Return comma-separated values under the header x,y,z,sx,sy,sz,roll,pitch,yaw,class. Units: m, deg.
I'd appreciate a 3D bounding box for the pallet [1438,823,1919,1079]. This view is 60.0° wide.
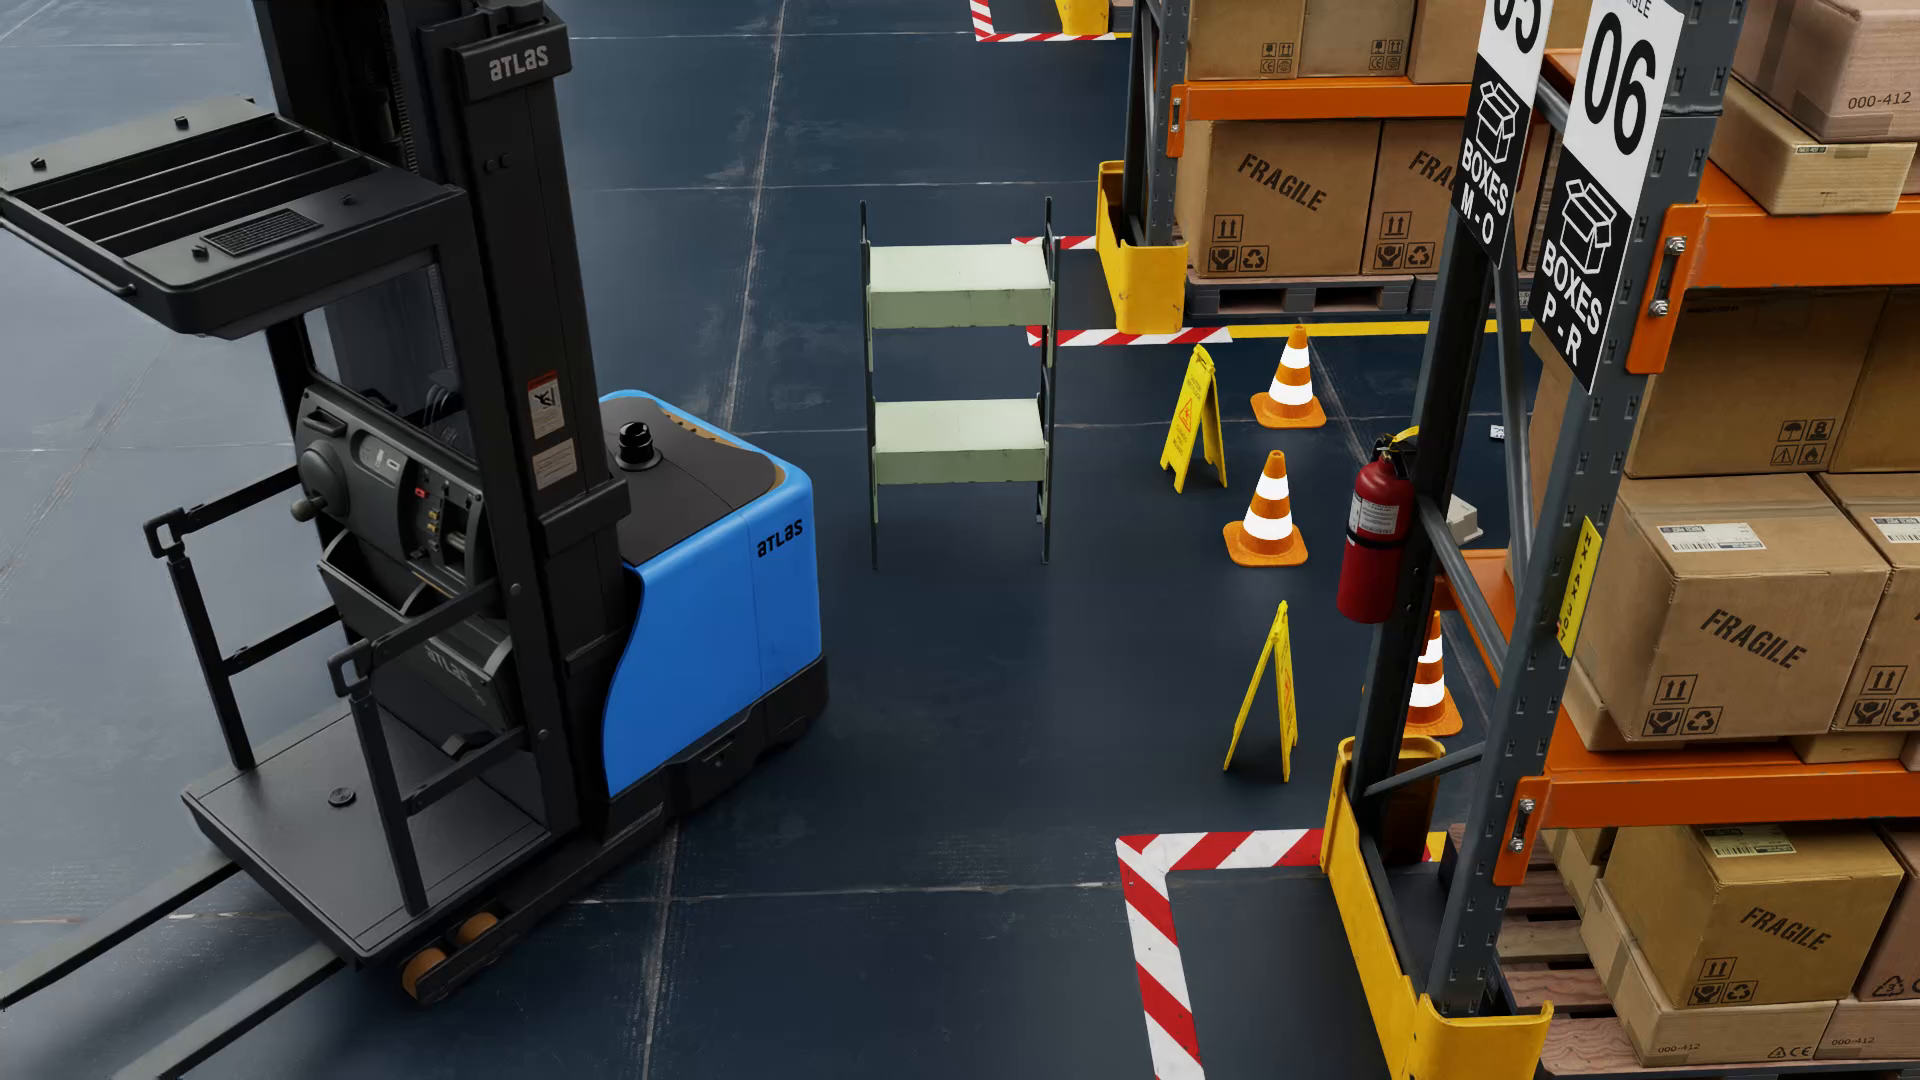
x,y,z,sx,sy,sz,roll,pitch,yaw,class
2.237,1.296,5.192,1.213,0.211,1.003,-2,35,-2,pallet

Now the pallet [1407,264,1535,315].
x,y,z,sx,sy,sz,roll,pitch,yaw,class
3.023,-1.608,9.389,1.213,0.211,1.003,-2,35,-2,pallet

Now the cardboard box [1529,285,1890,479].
x,y,z,sx,sy,sz,roll,pitch,yaw,class
1.848,-0.559,4.194,0.500,0.500,0.700,-2,35,-3,cardboard box

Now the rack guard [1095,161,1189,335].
x,y,z,sx,sy,sz,roll,pitch,yaw,class
0.988,-1.629,9.165,0.348,0.500,1.175,-2,35,-2,rack guard

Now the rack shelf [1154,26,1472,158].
x,y,z,sx,sy,sz,roll,pitch,yaw,class
3.010,-2.416,8.737,4.000,0.370,1.077,-2,35,-2,rack shelf

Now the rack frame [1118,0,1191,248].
x,y,z,sx,sy,sz,roll,pitch,yaw,class
1.012,-2.658,8.455,0.127,3.000,1.000,-2,35,-2,rack frame

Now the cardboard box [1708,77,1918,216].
x,y,z,sx,sy,sz,roll,pitch,yaw,class
1.694,-0.801,3.357,0.250,0.149,0.380,-2,35,-2,cardboard box

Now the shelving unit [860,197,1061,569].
x,y,z,sx,sy,sz,roll,pitch,yaw,class
-0.007,-0.617,6.823,0.755,1.500,0.431,-2,35,-2,shelving unit

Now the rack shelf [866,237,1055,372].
x,y,z,sx,sy,sz,roll,pitch,yaw,class
-0.007,-0.937,6.601,0.720,0.370,0.431,-2,35,-2,rack shelf

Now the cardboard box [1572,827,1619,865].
x,y,z,sx,sy,sz,roll,pitch,yaw,class
2.136,0.633,5.088,0.500,0.500,0.500,-1,35,-2,cardboard box

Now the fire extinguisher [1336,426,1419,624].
x,y,z,sx,sy,sz,roll,pitch,yaw,class
1.211,-0.074,4.789,0.183,0.674,0.296,-2,35,-2,fire extinguisher

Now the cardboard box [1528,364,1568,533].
x,y,z,sx,sy,sz,roll,pitch,yaw,class
1.877,-0.181,4.527,0.500,0.500,0.500,-2,35,-3,cardboard box

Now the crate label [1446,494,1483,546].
x,y,z,sx,sy,sz,roll,pitch,yaw,class
2.106,-0.093,7.264,0.298,0.136,0.250,-20,39,-26,crate label

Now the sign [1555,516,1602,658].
x,y,z,sx,sy,sz,roll,pitch,yaw,class
1.373,0.106,3.701,0.005,0.325,0.100,-2,35,-2,sign

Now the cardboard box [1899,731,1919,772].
x,y,z,sx,sy,sz,roll,pitch,yaw,class
2.473,0.408,4.245,0.250,0.149,0.380,-1,35,-1,cardboard box

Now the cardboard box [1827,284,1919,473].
x,y,z,sx,sy,sz,roll,pitch,yaw,class
2.353,-0.569,4.208,0.500,0.500,0.700,-1,35,-2,cardboard box

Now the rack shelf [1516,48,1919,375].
x,y,z,sx,sy,sz,roll,pitch,yaw,class
3.345,-0.838,3.822,4.000,0.370,1.077,-2,35,-2,rack shelf

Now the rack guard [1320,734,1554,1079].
x,y,z,sx,sy,sz,roll,pitch,yaw,class
1.423,1.179,5.107,0.348,0.500,1.175,-2,35,-2,rack guard

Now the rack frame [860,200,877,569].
x,y,z,sx,sy,sz,roll,pitch,yaw,class
-0.372,-0.607,6.809,0.023,1.500,0.400,-2,35,-2,rack frame

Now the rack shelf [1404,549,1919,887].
x,y,z,sx,sy,sz,roll,pitch,yaw,class
3.345,0.395,4.675,4.000,0.370,1.077,-2,35,-2,rack shelf

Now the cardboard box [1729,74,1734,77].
x,y,z,sx,sy,sz,roll,pitch,yaw,class
1.691,-1.145,3.854,0.250,0.149,0.380,-1,35,-2,cardboard box

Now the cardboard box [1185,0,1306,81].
x,y,z,sx,sy,sz,roll,pitch,yaw,class
1.381,-2.755,8.464,0.550,0.550,0.875,-2,35,-2,cardboard box

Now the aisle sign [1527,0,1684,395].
x,y,z,sx,sy,sz,roll,pitch,yaw,class
1.300,-0.738,3.396,0.004,0.787,0.394,-2,35,-2,aisle sign

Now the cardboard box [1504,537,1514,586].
x,y,z,sx,sy,sz,roll,pitch,yaw,class
1.711,0.125,4.654,0.250,0.149,0.380,0,35,-1,cardboard box

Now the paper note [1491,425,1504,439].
x,y,z,sx,sy,sz,roll,pitch,yaw,class
2.617,-0.512,7.965,0.142,0.017,0.144,10,36,14,paper note

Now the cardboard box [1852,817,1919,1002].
x,y,z,sx,sy,sz,roll,pitch,yaw,class
2.712,0.921,4.672,0.500,0.500,0.500,-3,35,-4,cardboard box

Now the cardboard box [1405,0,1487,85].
x,y,z,sx,sy,sz,roll,pitch,yaw,class
2.494,-2.726,8.422,0.550,0.550,0.875,-2,35,-2,cardboard box

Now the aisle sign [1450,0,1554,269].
x,y,z,sx,sy,sz,roll,pitch,yaw,class
1.272,-1.079,3.889,0.004,0.787,0.394,-2,35,-2,aisle sign

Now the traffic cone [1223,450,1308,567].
x,y,z,sx,sy,sz,roll,pitch,yaw,class
1.324,-0.170,7.089,0.334,0.463,0.336,-2,35,-2,traffic cone

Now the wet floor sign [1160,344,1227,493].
x,y,z,sx,sy,sz,roll,pitch,yaw,class
1.077,-0.563,7.497,0.232,0.644,0.267,-7,35,-10,wet floor sign

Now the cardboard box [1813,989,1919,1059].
x,y,z,sx,sy,sz,roll,pitch,yaw,class
2.677,1.237,4.874,0.500,0.250,0.500,0,35,-1,cardboard box

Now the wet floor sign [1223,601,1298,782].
x,y,z,sx,sy,sz,roll,pitch,yaw,class
1.107,0.518,5.934,0.232,0.644,0.267,10,36,14,wet floor sign

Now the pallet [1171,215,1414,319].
x,y,z,sx,sy,sz,roll,pitch,yaw,class
1.807,-1.577,9.344,1.213,0.211,1.003,-2,35,-2,pallet

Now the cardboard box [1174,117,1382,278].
x,y,z,sx,sy,sz,roll,pitch,yaw,class
1.687,-2.013,9.020,0.875,0.875,0.875,-1,35,-2,cardboard box

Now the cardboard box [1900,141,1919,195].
x,y,z,sx,sy,sz,roll,pitch,yaw,class
1.952,-0.859,3.441,0.250,0.149,0.380,-3,35,-4,cardboard box

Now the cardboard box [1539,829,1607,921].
x,y,z,sx,sy,sz,roll,pitch,yaw,class
2.166,0.936,5.309,0.500,0.250,0.500,-2,35,-2,cardboard box

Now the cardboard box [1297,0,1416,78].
x,y,z,sx,sy,sz,roll,pitch,yaw,class
1.929,-2.782,8.503,0.550,0.550,0.875,-2,35,-2,cardboard box

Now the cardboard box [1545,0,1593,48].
x,y,z,sx,sy,sz,roll,pitch,yaw,class
3.022,-2.764,8.476,0.500,0.550,0.875,-2,35,-2,cardboard box

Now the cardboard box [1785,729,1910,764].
x,y,z,sx,sy,sz,roll,pitch,yaw,class
2.217,0.389,4.273,0.250,0.149,0.380,-3,35,-4,cardboard box

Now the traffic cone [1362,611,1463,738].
x,y,z,sx,sy,sz,roll,pitch,yaw,class
1.716,0.452,6.191,0.334,0.463,0.336,-2,35,-2,traffic cone

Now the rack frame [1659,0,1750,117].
x,y,z,sx,sy,sz,roll,pitch,yaw,class
1.348,-2.314,2.686,0.127,3.000,1.000,-2,35,-2,rack frame

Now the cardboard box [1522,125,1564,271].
x,y,z,sx,sy,sz,roll,pitch,yaw,class
3.476,-2.061,9.090,0.875,0.875,0.875,-1,35,-2,cardboard box

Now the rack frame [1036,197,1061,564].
x,y,z,sx,sy,sz,roll,pitch,yaw,class
0.359,-0.626,6.837,0.023,1.500,0.400,-2,35,-2,rack frame

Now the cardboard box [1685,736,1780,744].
x,y,z,sx,sy,sz,roll,pitch,yaw,class
1.948,0.350,4.329,0.250,0.149,0.380,-1,35,-2,cardboard box

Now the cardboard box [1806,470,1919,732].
x,y,z,sx,sy,sz,roll,pitch,yaw,class
2.351,0.119,4.093,0.500,0.500,0.500,-1,35,-1,cardboard box

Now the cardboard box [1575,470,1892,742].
x,y,z,sx,sy,sz,roll,pitch,yaw,class
1.834,0.135,4.070,0.500,0.500,0.500,-2,35,-3,cardboard box

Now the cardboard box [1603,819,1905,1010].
x,y,z,sx,sy,sz,roll,pitch,yaw,class
2.190,0.937,4.648,0.500,0.500,0.500,-3,35,-4,cardboard box

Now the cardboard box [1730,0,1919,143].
x,y,z,sx,sy,sz,roll,pitch,yaw,class
1.862,-1.003,3.298,0.500,0.250,0.500,-2,35,-3,cardboard box

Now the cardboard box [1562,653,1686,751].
x,y,z,sx,sy,sz,roll,pitch,yaw,class
1.697,0.365,4.307,0.250,0.149,0.380,-1,35,-2,cardboard box

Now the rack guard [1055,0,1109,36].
x,y,z,sx,sy,sz,roll,pitch,yaw,class
0.954,-4.454,13.247,0.348,0.500,1.175,-2,35,-2,rack guard

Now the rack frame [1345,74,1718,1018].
x,y,z,sx,sy,sz,roll,pitch,yaw,class
1.348,0.153,4.393,0.127,3.000,1.000,-2,35,-2,rack frame

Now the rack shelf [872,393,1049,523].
x,y,z,sx,sy,sz,roll,pitch,yaw,class
-0.007,-0.348,7.008,0.720,0.370,0.431,-2,35,-2,rack shelf

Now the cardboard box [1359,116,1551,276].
x,y,z,sx,sy,sz,roll,pitch,yaw,class
2.565,-2.038,9.056,0.875,0.875,0.875,-2,35,-3,cardboard box

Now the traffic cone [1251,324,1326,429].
x,y,z,sx,sy,sz,roll,pitch,yaw,class
1.610,-0.822,8.031,0.334,0.463,0.336,-2,35,-2,traffic cone

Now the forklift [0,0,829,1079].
x,y,z,sx,sy,sz,roll,pitch,yaw,class
-1.835,-0.093,4.809,1.130,2.935,3.031,26,42,32,forklift

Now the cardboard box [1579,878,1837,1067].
x,y,z,sx,sy,sz,roll,pitch,yaw,class
2.166,1.247,4.860,0.500,0.250,0.500,-2,35,-3,cardboard box

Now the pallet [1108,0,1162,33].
x,y,z,sx,sy,sz,roll,pitch,yaw,class
1.768,-4.337,13.332,1.213,0.211,1.003,-2,35,-2,pallet
